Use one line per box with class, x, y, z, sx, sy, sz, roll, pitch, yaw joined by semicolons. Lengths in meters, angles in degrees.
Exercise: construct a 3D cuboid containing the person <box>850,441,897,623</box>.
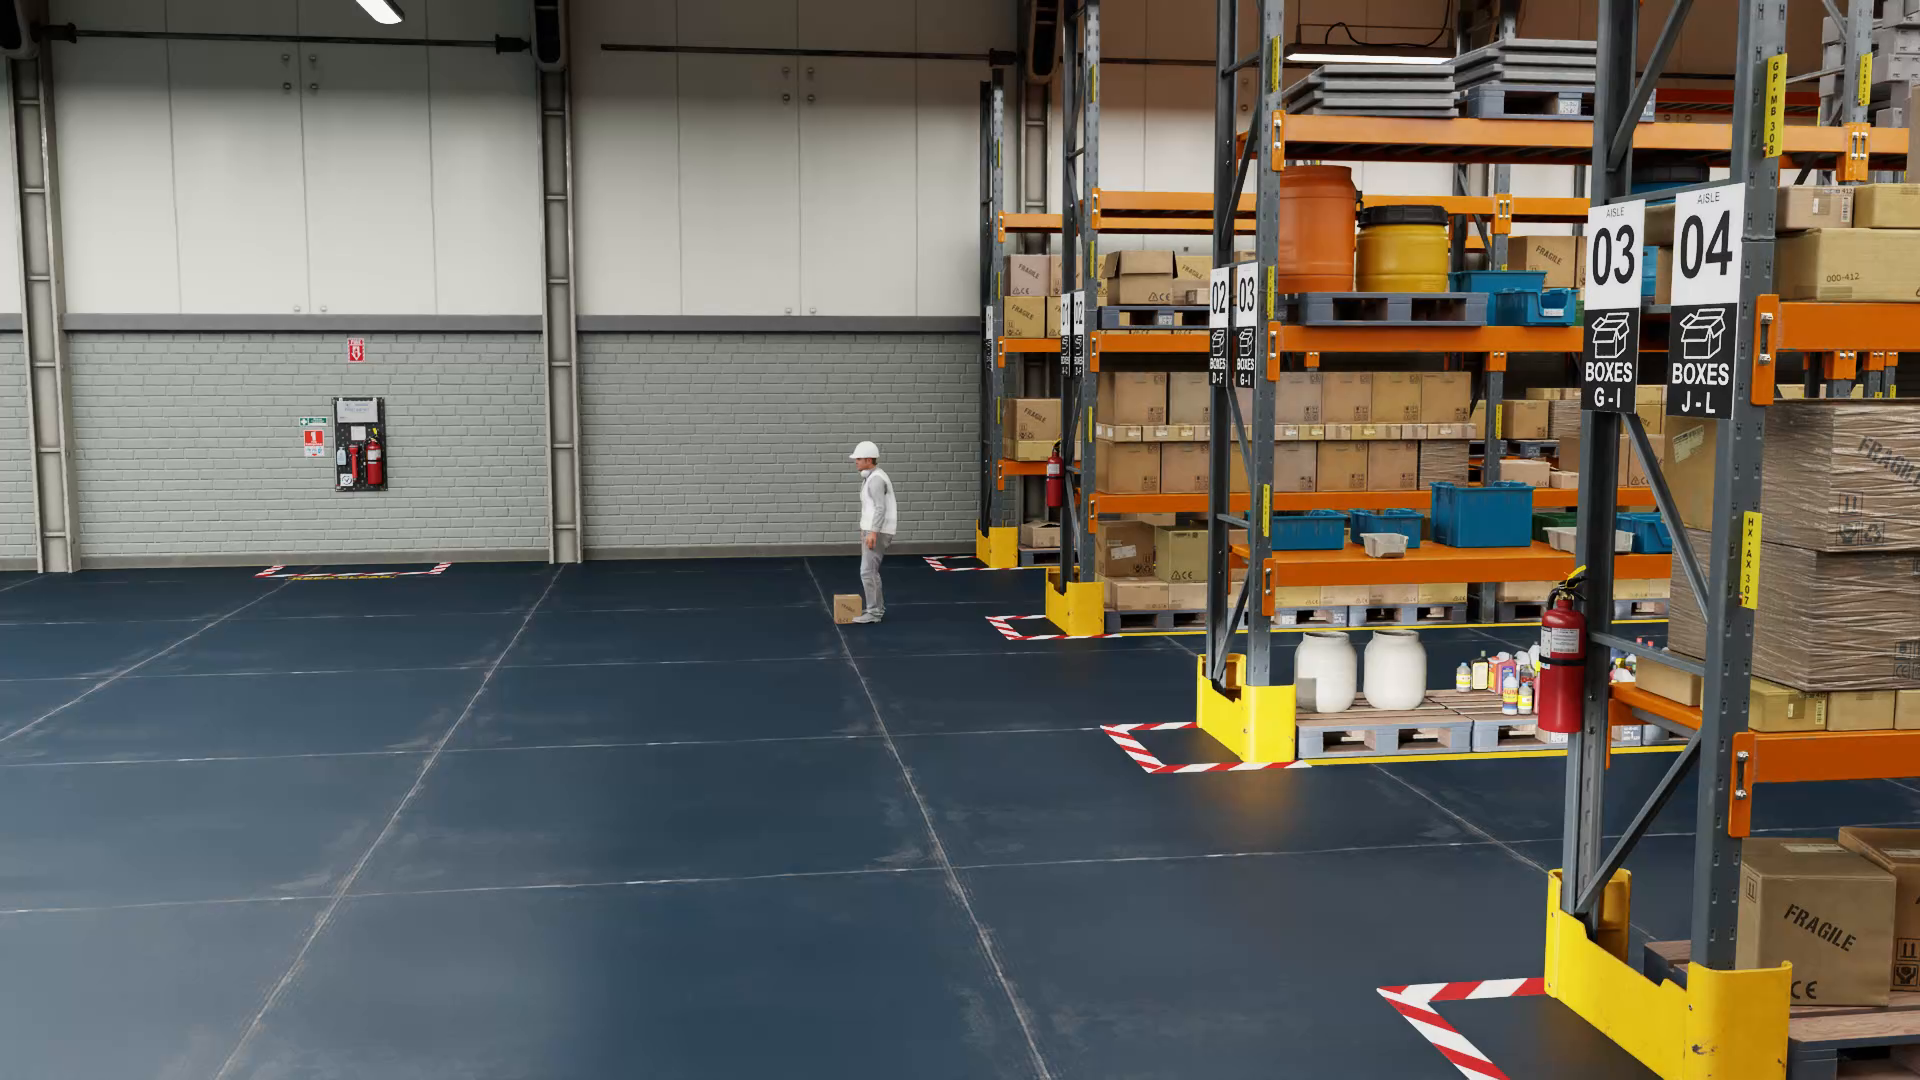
person;-0.851;-0.082;16.331;0.461;1.769;0.580;-1;7;-8
